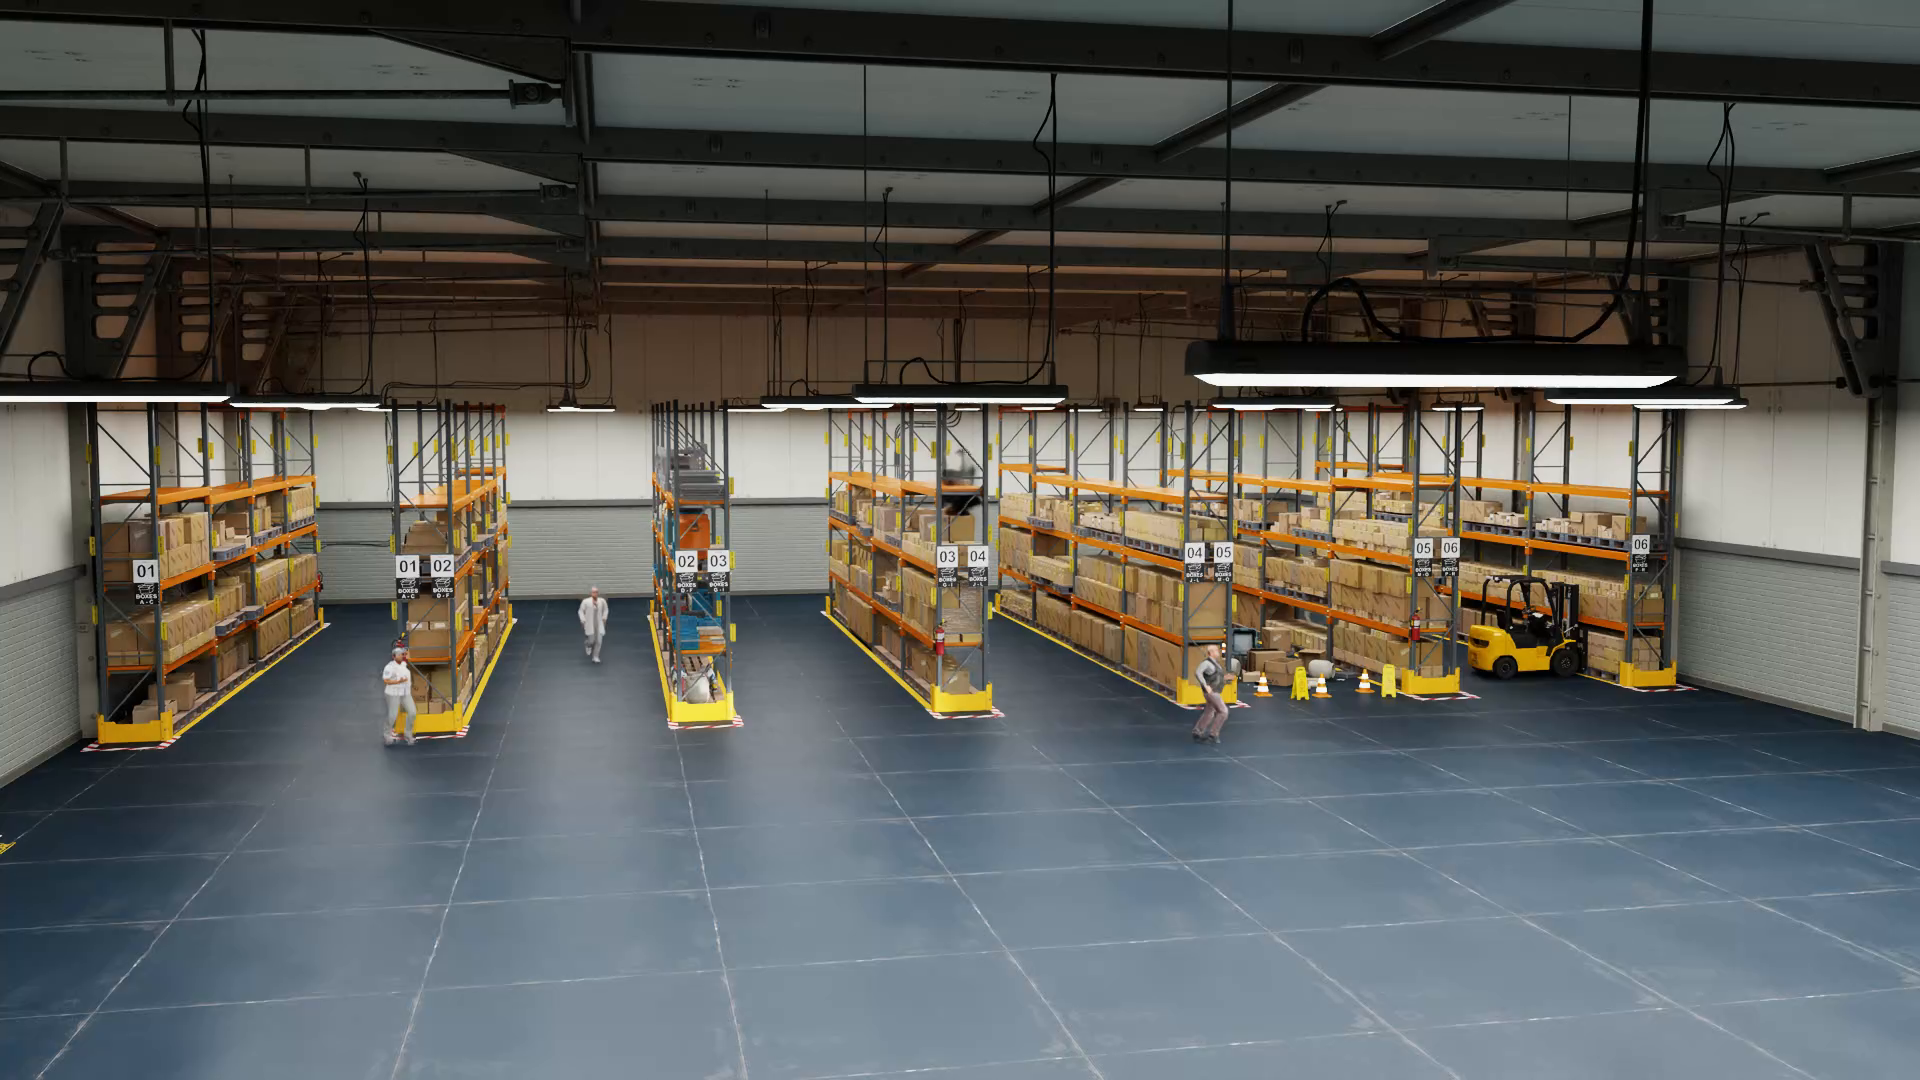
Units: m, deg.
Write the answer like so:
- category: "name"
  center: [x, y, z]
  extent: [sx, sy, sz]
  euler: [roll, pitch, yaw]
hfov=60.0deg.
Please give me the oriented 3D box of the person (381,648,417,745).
- category: "person"
  center: [-9.739, 2.738, 28.823]
  extent: [0.656, 1.751, 0.605]
  euler: [3, 5, 32]

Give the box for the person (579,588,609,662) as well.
- category: "person"
  center: [-8.503, 1.956, 38.622]
  extent: [0.695, 1.727, 0.672]
  euler: [-2, 5, -24]

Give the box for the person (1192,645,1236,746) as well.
- category: "person"
  center: [4.398, 2.699, 28.898]
  extent: [0.751, 1.760, 0.635]
  euler: [1, 5, 19]

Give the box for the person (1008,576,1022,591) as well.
- category: "person"
  center: [1.746, 1.181, 50.045]
  extent: [0.578, 1.562, 0.567]
  euler: [-1, 4, -8]

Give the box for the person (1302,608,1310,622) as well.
- category: "person"
  center: [9.190, 1.559, 44.068]
  extent: [0.560, 1.753, 0.711]
  euler: [-1, 4, -13]
